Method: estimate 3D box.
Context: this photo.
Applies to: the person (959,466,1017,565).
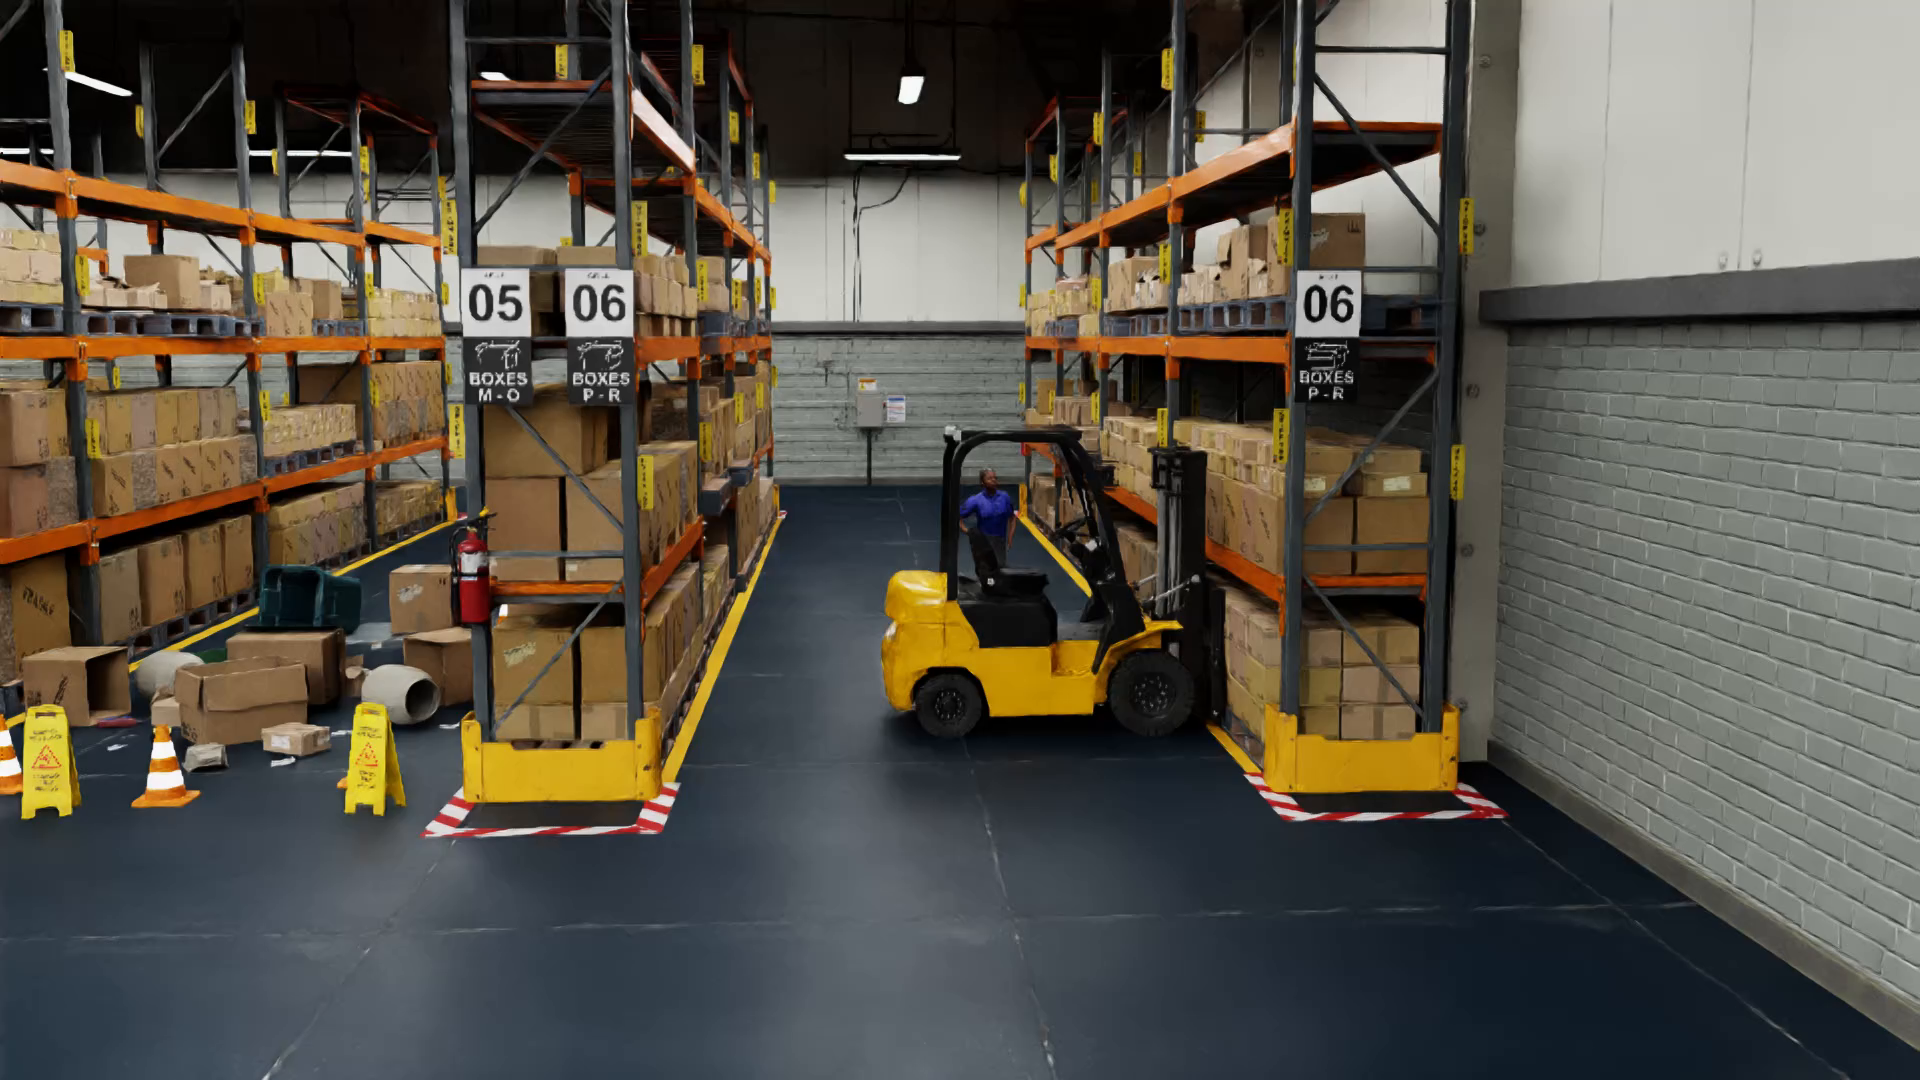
[{"bbox_3d":[0.289,0.039,16.382,0.625,1.535,0.870,-5,9,-35],"label":"person"}]
